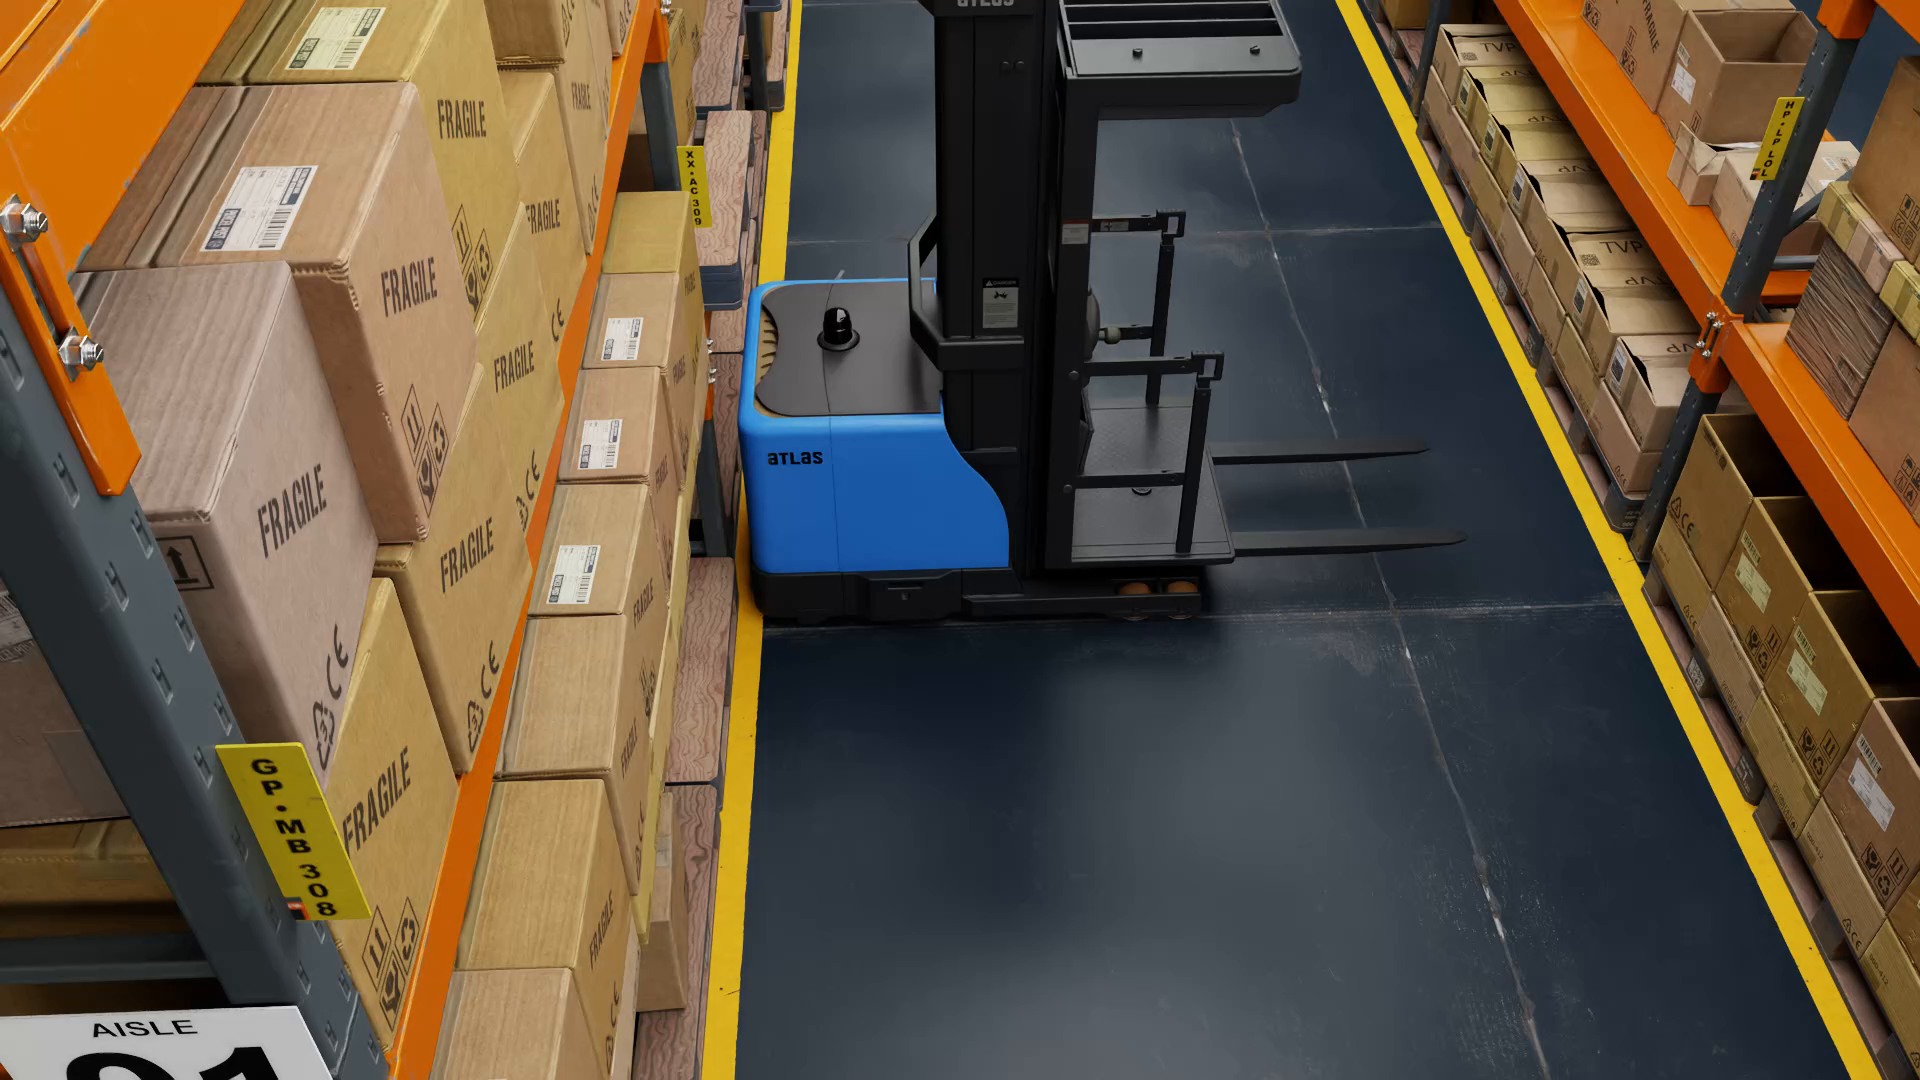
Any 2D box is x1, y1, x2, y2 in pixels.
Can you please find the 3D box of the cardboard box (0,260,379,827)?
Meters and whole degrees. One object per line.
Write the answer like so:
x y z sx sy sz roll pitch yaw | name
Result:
-1.090 0.004 2.127 0.500 0.500 0.500 -4 43 -5 | cardboard box

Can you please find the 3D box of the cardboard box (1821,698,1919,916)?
3.236 0.861 5.410 0.500 0.500 0.500 -2 43 -2 | cardboard box

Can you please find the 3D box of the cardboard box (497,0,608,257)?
-1.148 -1.013 3.976 0.500 0.500 0.500 -3 43 -3 | cardboard box

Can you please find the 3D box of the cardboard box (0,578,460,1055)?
-1.081 0.406 2.428 0.500 0.500 0.500 -1 43 -1 | cardboard box

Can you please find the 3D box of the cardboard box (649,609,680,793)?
-1.091 0.463 4.771 0.500 0.250 0.500 -1 43 -1 | cardboard box

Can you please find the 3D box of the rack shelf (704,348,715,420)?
-1.401 0.704 4.944 1.077 0.370 4.000 -2 43 -2 | rack shelf

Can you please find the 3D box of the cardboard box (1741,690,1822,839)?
3.212 0.800 6.031 0.500 0.250 0.500 -2 43 -2 | cardboard box

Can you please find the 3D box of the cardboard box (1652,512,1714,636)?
3.180 0.125 6.768 0.500 0.250 0.500 -2 43 -2 | cardboard box

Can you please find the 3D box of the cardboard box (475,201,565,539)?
-1.094 -0.308 3.207 0.500 0.500 0.500 0 43 0 | cardboard box

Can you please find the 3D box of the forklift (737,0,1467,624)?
0.629 -1.099 6.429 3.031 2.935 1.130 -2 43 -2 | forklift

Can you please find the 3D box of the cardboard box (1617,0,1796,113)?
3.403 -2.305 7.621 0.500 0.500 0.500 -2 43 -2 | cardboard box

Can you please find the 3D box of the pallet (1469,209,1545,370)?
3.338 -1.350 8.716 1.003 0.211 1.213 -2 43 -2 | pallet

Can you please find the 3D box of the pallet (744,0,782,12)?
-1.519 -3.063 8.663 1.213 0.211 1.003 -2 43 -2 | pallet

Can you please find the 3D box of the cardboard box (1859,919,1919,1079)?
3.259 1.475 5.295 0.500 0.250 0.500 -2 43 -2 | cardboard box

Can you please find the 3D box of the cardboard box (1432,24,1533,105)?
3.022 -2.742 9.481 0.500 0.311 0.500 0 43 0 | cardboard box

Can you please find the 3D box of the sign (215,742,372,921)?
-0.774 0.346 1.936 0.100 0.325 0.005 -2 43 -2 | sign

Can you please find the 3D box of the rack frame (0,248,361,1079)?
-1.316 -0.422 1.201 1.000 3.000 0.127 -2 43 -2 | rack frame

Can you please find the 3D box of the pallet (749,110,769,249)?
-1.624 -2.056 9.487 1.003 0.211 1.213 -2 43 -2 | pallet

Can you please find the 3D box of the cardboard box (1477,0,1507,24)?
3.559 -3.312 10.318 0.500 0.500 0.500 0 43 0 | cardboard box

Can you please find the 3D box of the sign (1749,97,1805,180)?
2.921 -1.431 5.943 0.100 0.325 0.005 -2 43 -2 | sign

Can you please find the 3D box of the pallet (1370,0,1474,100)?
3.299 -3.233 10.771 1.003 0.211 1.213 -2 43 -2 | pallet

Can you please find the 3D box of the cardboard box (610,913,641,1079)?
-1.056 1.148 4.023 0.500 0.250 0.500 -3 43 -3 | cardboard box

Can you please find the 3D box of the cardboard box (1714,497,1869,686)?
3.199 0.186 6.146 0.500 0.500 0.500 -2 43 -2 | cardboard box

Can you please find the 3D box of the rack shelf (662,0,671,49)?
-1.571 -3.102 6.876 1.077 0.370 4.000 -2 43 -2 | rack shelf

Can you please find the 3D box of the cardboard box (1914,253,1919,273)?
3.511 -0.931 5.161 0.700 0.500 0.500 -2 43 -2 | cardboard box

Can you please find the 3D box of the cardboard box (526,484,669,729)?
-1.097 0.199 4.504 0.500 0.500 0.500 0 43 0 | cardboard box

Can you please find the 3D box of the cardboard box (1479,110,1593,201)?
3.072 -2.043 8.718 0.500 0.311 0.500 -3 43 -3 | cardboard box

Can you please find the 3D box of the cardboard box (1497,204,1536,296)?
3.094 -1.499 8.539 0.500 0.250 0.500 -1 43 -1 | cardboard box

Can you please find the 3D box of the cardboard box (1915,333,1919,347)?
3.317 -0.624 5.307 0.380 0.149 0.250 -2 43 -2 | cardboard box

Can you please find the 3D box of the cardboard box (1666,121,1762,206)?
3.242 -1.595 7.019 0.396 0.266 0.258 -3 43 -3 | cardboard box

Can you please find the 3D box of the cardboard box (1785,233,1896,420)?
3.488 -0.793 5.971 0.700 0.500 0.500 -3 43 -3 | cardboard box

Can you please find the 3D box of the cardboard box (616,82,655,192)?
-1.474 -1.455 6.367 0.700 0.500 0.500 -2 43 -2 | cardboard box

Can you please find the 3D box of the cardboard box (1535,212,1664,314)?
3.112 -1.357 7.969 0.500 0.311 0.500 -2 43 -2 | cardboard box

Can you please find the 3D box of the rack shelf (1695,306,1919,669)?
3.548 0.559 5.102 1.077 0.370 4.000 -2 43 -2 | rack shelf

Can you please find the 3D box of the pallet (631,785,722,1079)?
-1.368 1.395 5.722 1.003 0.211 1.213 -2 43 -2 | pallet

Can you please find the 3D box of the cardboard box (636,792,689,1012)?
-1.261 1.197 5.398 0.700 0.500 0.500 -4 43 -4 | cardboard box

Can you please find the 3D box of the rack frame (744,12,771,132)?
-1.656 -3.612 9.120 1.000 3.000 0.127 -2 43 -2 | rack frame

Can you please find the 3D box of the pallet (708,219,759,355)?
-1.576 -1.234 8.590 1.003 0.211 1.213 -2 43 -2 | pallet

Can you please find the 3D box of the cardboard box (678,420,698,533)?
-1.150 -0.216 5.511 0.500 0.250 0.500 -1 43 -2 | cardboard box

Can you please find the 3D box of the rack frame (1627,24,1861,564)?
3.463 -1.056 6.332 1.000 3.000 0.127 -2 43 -2 | rack frame

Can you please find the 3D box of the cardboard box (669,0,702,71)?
-1.550 -2.276 7.263 0.700 0.500 0.500 4 43 4 | cardboard box

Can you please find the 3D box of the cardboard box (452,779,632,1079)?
-1.047 0.896 3.744 0.500 0.500 0.500 -2 43 -2 | cardboard box

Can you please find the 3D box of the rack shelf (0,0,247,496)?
-1.401 -1.506 2.918 1.077 0.370 4.000 -2 43 -2 | rack shelf

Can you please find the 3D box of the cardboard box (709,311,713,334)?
-1.587 -1.341 8.168 0.700 0.500 0.500 -1 43 -1 | cardboard box

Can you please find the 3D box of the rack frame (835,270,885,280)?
-0.677 -0.995 8.205 0.240 0.006 1.200 12 43 12 | rack frame

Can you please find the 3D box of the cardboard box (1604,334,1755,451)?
3.159 -0.669 7.219 0.500 0.311 0.500 -2 43 -2 | cardboard box

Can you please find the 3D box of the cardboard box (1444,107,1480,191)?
3.044 -2.196 9.300 0.500 0.250 0.500 -3 43 -3 | cardboard box

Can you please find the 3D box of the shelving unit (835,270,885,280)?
-0.678 -0.927 8.266 0.258 0.189 1.200 12 43 12 | shelving unit

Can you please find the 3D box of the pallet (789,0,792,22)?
-1.663 -3.940 11.542 1.003 0.211 1.213 -2 43 -2 | pallet

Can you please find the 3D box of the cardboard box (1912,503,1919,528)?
3.534 -0.099 5.213 0.700 0.500 0.500 -1 43 -1 | cardboard box

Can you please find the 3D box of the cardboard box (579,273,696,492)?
-1.130 -0.493 5.259 0.500 0.500 0.500 -2 43 -2 | cardboard box

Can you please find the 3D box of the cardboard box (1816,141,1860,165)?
3.629 -1.567 7.076 0.380 0.149 0.250 -2 43 -2 | cardboard box

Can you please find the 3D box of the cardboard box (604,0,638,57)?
-1.218 -1.726 4.754 0.500 0.500 0.500 -1 43 -1 | cardboard box

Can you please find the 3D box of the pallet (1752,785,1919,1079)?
3.510 1.336 5.786 1.003 0.211 1.213 -2 43 -2 | pallet

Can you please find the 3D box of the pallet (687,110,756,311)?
-1.373 -1.361 6.806 1.003 0.211 1.213 -2 43 -2 | pallet

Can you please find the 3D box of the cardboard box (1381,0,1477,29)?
3.019 -3.622 10.655 0.500 0.500 0.500 0 43 0 | cardboard box

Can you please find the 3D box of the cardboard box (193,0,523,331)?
-1.094 -0.682 2.875 0.500 0.500 0.500 -1 43 -1 | cardboard box

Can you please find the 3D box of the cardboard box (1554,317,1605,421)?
3.136 -0.810 7.788 0.500 0.250 0.500 -2 43 -2 | cardboard box

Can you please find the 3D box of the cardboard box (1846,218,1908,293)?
3.292 -0.976 5.690 0.380 0.149 0.250 -1 43 -1 | cardboard box
